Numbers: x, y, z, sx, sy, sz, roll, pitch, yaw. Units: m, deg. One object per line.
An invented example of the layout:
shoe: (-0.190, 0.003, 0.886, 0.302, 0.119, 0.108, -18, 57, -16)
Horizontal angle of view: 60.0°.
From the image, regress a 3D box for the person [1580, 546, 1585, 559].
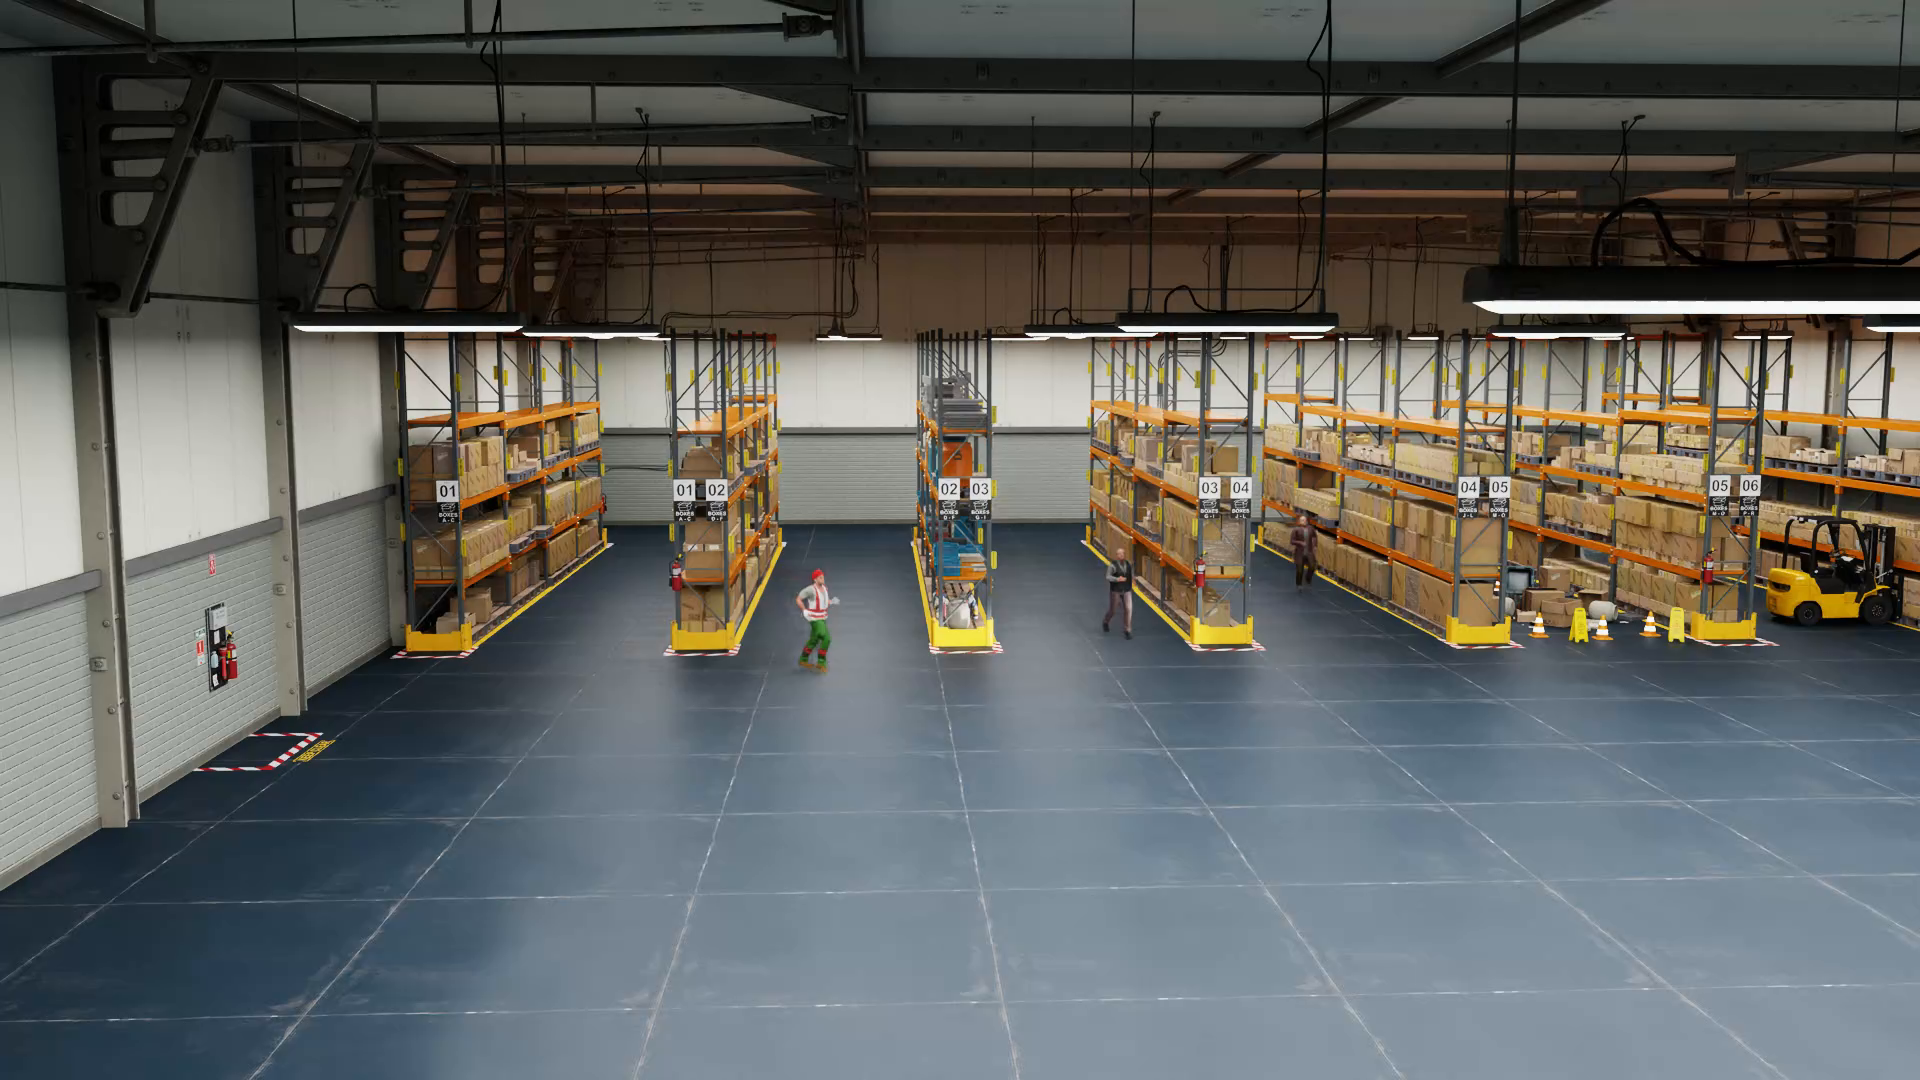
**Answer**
person: (15.961, -0.183, 42.815, 0.693, 1.834, 0.777, -1, 7, -9)

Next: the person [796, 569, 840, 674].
person: (-2.481, 1.429, 29.086, 0.775, 1.850, 0.615, 3, 7, 23)

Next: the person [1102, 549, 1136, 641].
person: (3.125, 1.035, 32.565, 0.665, 1.757, 0.945, -2, 7, -17)

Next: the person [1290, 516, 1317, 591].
person: (7.977, 0.321, 38.445, 0.703, 1.751, 0.722, -1, 7, -5)

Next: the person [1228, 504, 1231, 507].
person: (7.531, -0.450, 45.970, 0.524, 1.554, 0.579, 0, 7, -4)
